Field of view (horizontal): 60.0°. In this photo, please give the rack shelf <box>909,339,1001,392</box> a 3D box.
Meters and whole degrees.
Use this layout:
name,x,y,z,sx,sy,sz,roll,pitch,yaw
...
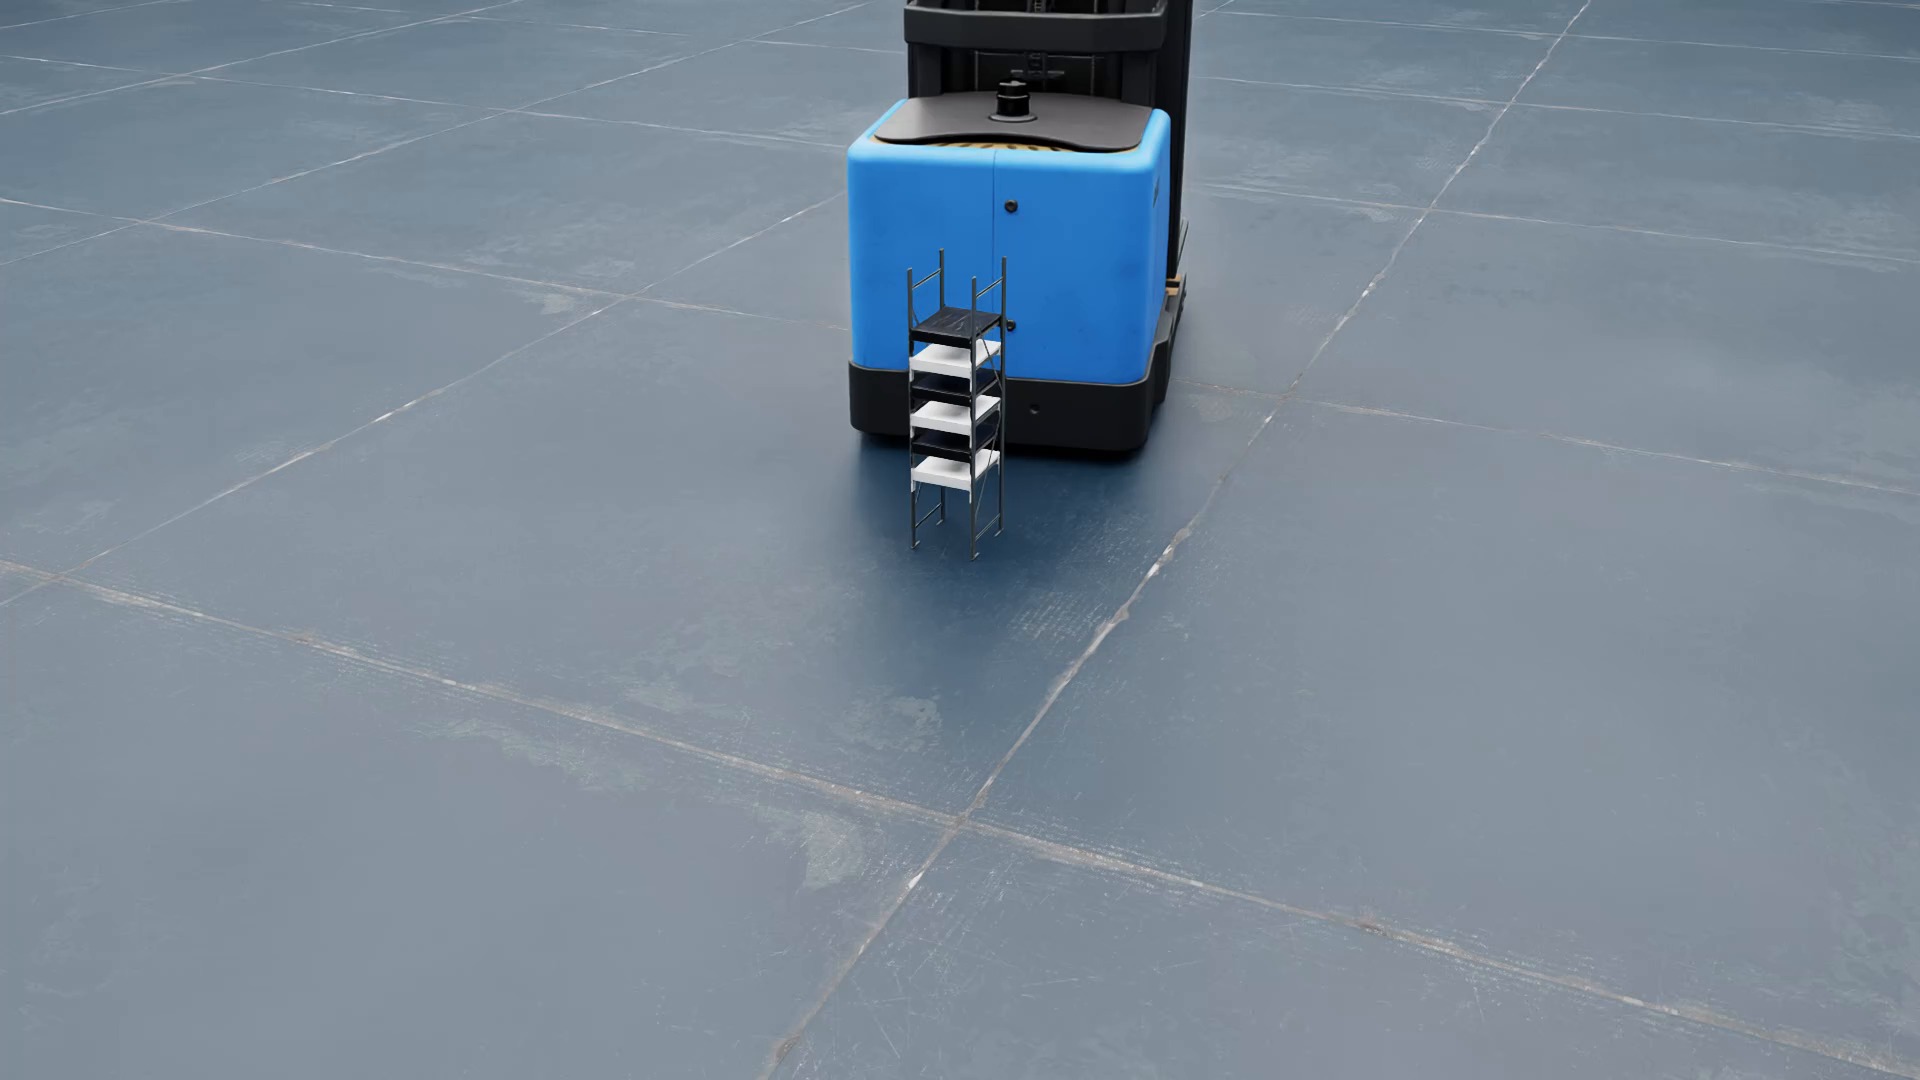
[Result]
name,x,y,z,sx,sy,sz,roll,pitch,yaw
rack shelf,-0.007,-0.537,4.989,0.200,0.077,0.258,11,28,22

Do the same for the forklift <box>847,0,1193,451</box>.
name,x,y,z,sx,sy,sz,roll,pitch,yaw
forklift,0.385,-2.248,6.498,1.130,2.935,3.031,5,27,9

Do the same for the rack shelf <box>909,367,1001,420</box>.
name,x,y,z,sx,sy,sz,roll,pitch,yaw
rack shelf,-0.007,-0.456,5.029,0.200,0.077,0.258,11,28,22

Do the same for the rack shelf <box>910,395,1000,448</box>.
name,x,y,z,sx,sy,sz,roll,pitch,yaw
rack shelf,-0.007,-0.375,5.069,0.200,0.077,0.258,11,28,22

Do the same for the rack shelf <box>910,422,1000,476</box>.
name,x,y,z,sx,sy,sz,roll,pitch,yaw
rack shelf,-0.007,-0.295,5.109,0.200,0.077,0.258,11,28,22

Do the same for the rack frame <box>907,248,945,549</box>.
name,x,y,z,sx,sy,sz,roll,pitch,yaw
rack frame,-0.100,-0.424,5.092,0.006,0.900,0.240,11,28,22

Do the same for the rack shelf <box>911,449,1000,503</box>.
name,x,y,z,sx,sy,sz,roll,pitch,yaw
rack shelf,-0.007,-0.214,5.148,0.200,0.077,0.258,11,28,22

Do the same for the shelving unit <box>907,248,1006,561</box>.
name,x,y,z,sx,sy,sz,roll,pitch,yaw
shelving unit,-0.007,-0.405,5.054,0.210,0.900,0.258,11,28,22

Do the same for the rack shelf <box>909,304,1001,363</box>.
name,x,y,z,sx,sy,sz,roll,pitch,yaw
rack shelf,-0.007,-0.618,4.950,0.200,0.077,0.258,11,28,22

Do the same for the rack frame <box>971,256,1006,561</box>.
name,x,y,z,sx,sy,sz,roll,pitch,yaw
rack frame,0.085,-0.387,5.016,0.006,0.900,0.240,11,28,22
